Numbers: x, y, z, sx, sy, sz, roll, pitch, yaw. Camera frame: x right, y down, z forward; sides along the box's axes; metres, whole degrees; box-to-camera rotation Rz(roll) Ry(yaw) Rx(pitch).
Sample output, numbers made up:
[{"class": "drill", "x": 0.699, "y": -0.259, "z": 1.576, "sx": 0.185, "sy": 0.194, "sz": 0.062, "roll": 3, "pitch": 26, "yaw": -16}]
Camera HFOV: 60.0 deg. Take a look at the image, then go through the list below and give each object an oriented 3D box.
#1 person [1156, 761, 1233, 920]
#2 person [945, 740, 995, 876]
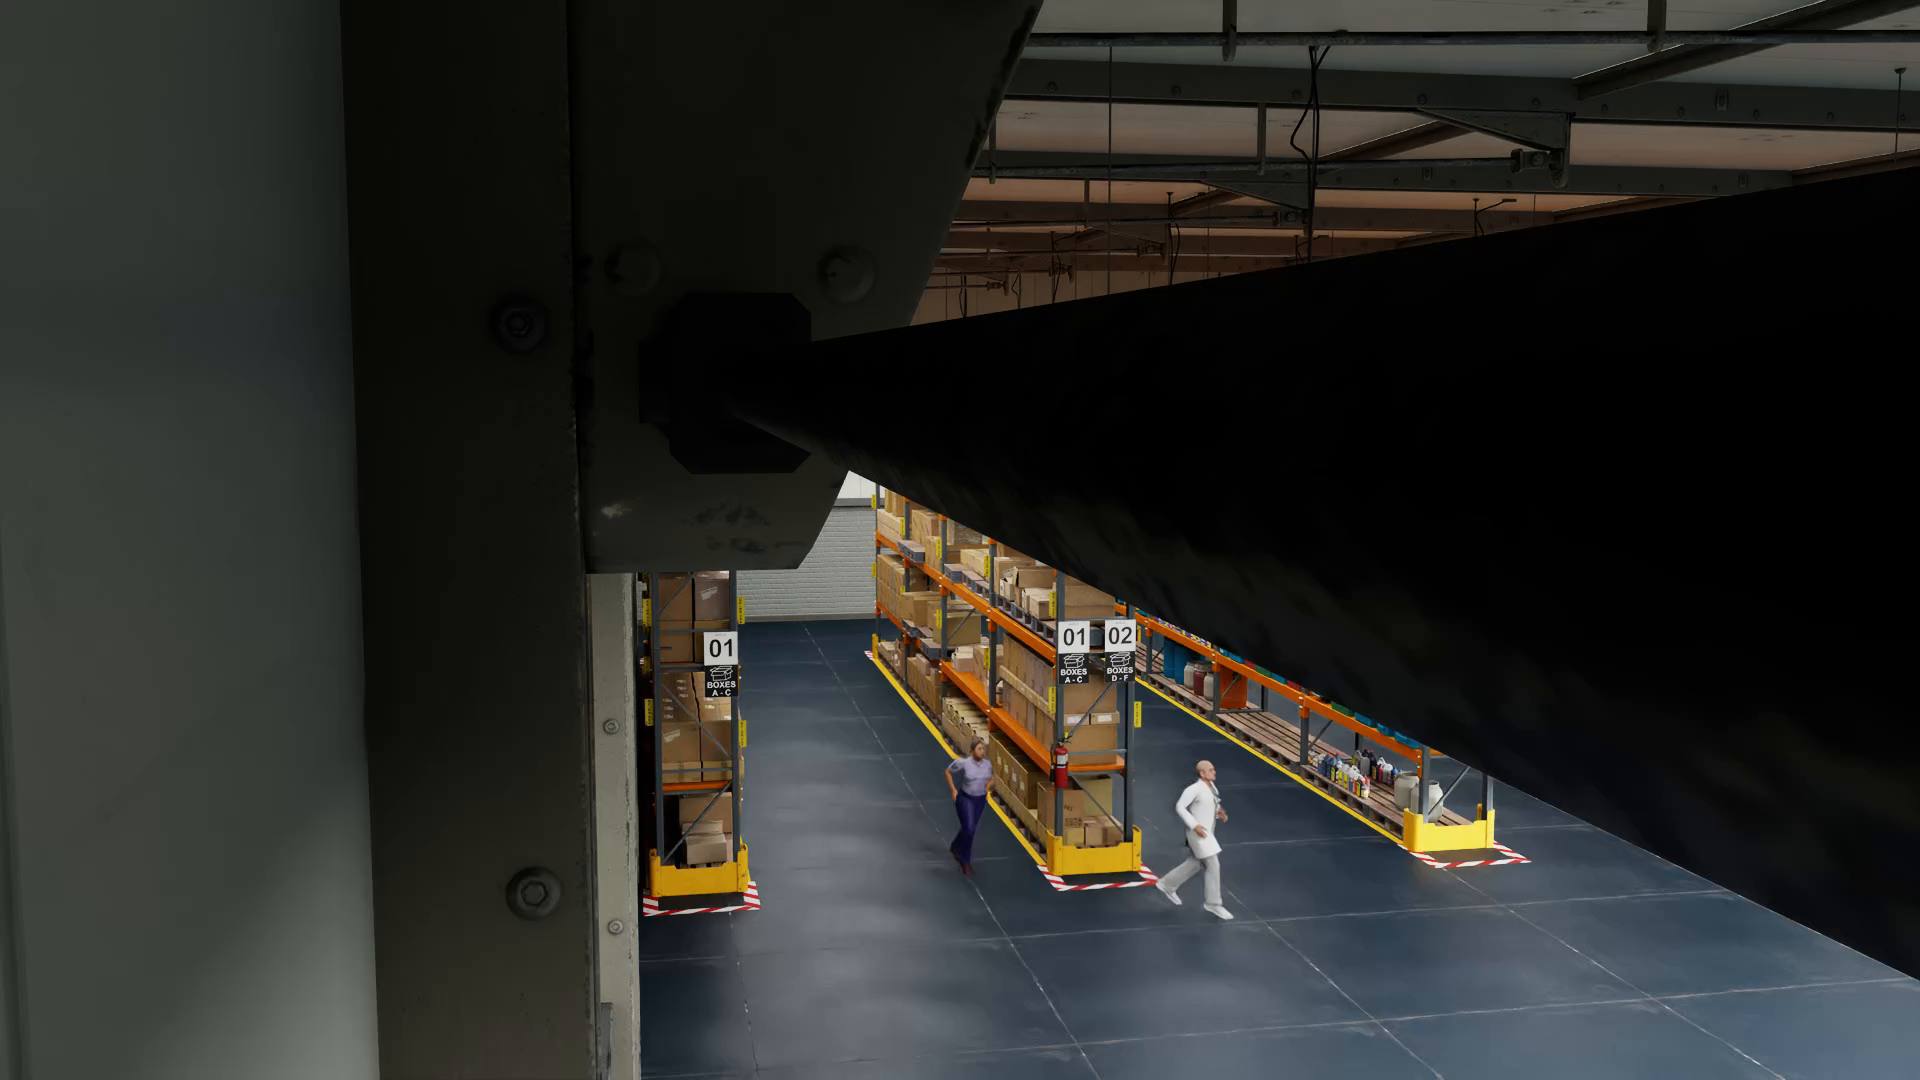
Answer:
[{"class": "person", "x": 2.782, "y": 3.450, "z": 19.375, "sx": 0.901, "sy": 1.816, "sz": 0.720, "roll": 2, "pitch": 6, "yaw": 23}, {"class": "person", "x": 0.143, "y": 3.415, "z": 21.199, "sx": 0.601, "sy": 1.602, "sz": 0.780, "roll": -4, "pitch": 7, "yaw": -31}]
